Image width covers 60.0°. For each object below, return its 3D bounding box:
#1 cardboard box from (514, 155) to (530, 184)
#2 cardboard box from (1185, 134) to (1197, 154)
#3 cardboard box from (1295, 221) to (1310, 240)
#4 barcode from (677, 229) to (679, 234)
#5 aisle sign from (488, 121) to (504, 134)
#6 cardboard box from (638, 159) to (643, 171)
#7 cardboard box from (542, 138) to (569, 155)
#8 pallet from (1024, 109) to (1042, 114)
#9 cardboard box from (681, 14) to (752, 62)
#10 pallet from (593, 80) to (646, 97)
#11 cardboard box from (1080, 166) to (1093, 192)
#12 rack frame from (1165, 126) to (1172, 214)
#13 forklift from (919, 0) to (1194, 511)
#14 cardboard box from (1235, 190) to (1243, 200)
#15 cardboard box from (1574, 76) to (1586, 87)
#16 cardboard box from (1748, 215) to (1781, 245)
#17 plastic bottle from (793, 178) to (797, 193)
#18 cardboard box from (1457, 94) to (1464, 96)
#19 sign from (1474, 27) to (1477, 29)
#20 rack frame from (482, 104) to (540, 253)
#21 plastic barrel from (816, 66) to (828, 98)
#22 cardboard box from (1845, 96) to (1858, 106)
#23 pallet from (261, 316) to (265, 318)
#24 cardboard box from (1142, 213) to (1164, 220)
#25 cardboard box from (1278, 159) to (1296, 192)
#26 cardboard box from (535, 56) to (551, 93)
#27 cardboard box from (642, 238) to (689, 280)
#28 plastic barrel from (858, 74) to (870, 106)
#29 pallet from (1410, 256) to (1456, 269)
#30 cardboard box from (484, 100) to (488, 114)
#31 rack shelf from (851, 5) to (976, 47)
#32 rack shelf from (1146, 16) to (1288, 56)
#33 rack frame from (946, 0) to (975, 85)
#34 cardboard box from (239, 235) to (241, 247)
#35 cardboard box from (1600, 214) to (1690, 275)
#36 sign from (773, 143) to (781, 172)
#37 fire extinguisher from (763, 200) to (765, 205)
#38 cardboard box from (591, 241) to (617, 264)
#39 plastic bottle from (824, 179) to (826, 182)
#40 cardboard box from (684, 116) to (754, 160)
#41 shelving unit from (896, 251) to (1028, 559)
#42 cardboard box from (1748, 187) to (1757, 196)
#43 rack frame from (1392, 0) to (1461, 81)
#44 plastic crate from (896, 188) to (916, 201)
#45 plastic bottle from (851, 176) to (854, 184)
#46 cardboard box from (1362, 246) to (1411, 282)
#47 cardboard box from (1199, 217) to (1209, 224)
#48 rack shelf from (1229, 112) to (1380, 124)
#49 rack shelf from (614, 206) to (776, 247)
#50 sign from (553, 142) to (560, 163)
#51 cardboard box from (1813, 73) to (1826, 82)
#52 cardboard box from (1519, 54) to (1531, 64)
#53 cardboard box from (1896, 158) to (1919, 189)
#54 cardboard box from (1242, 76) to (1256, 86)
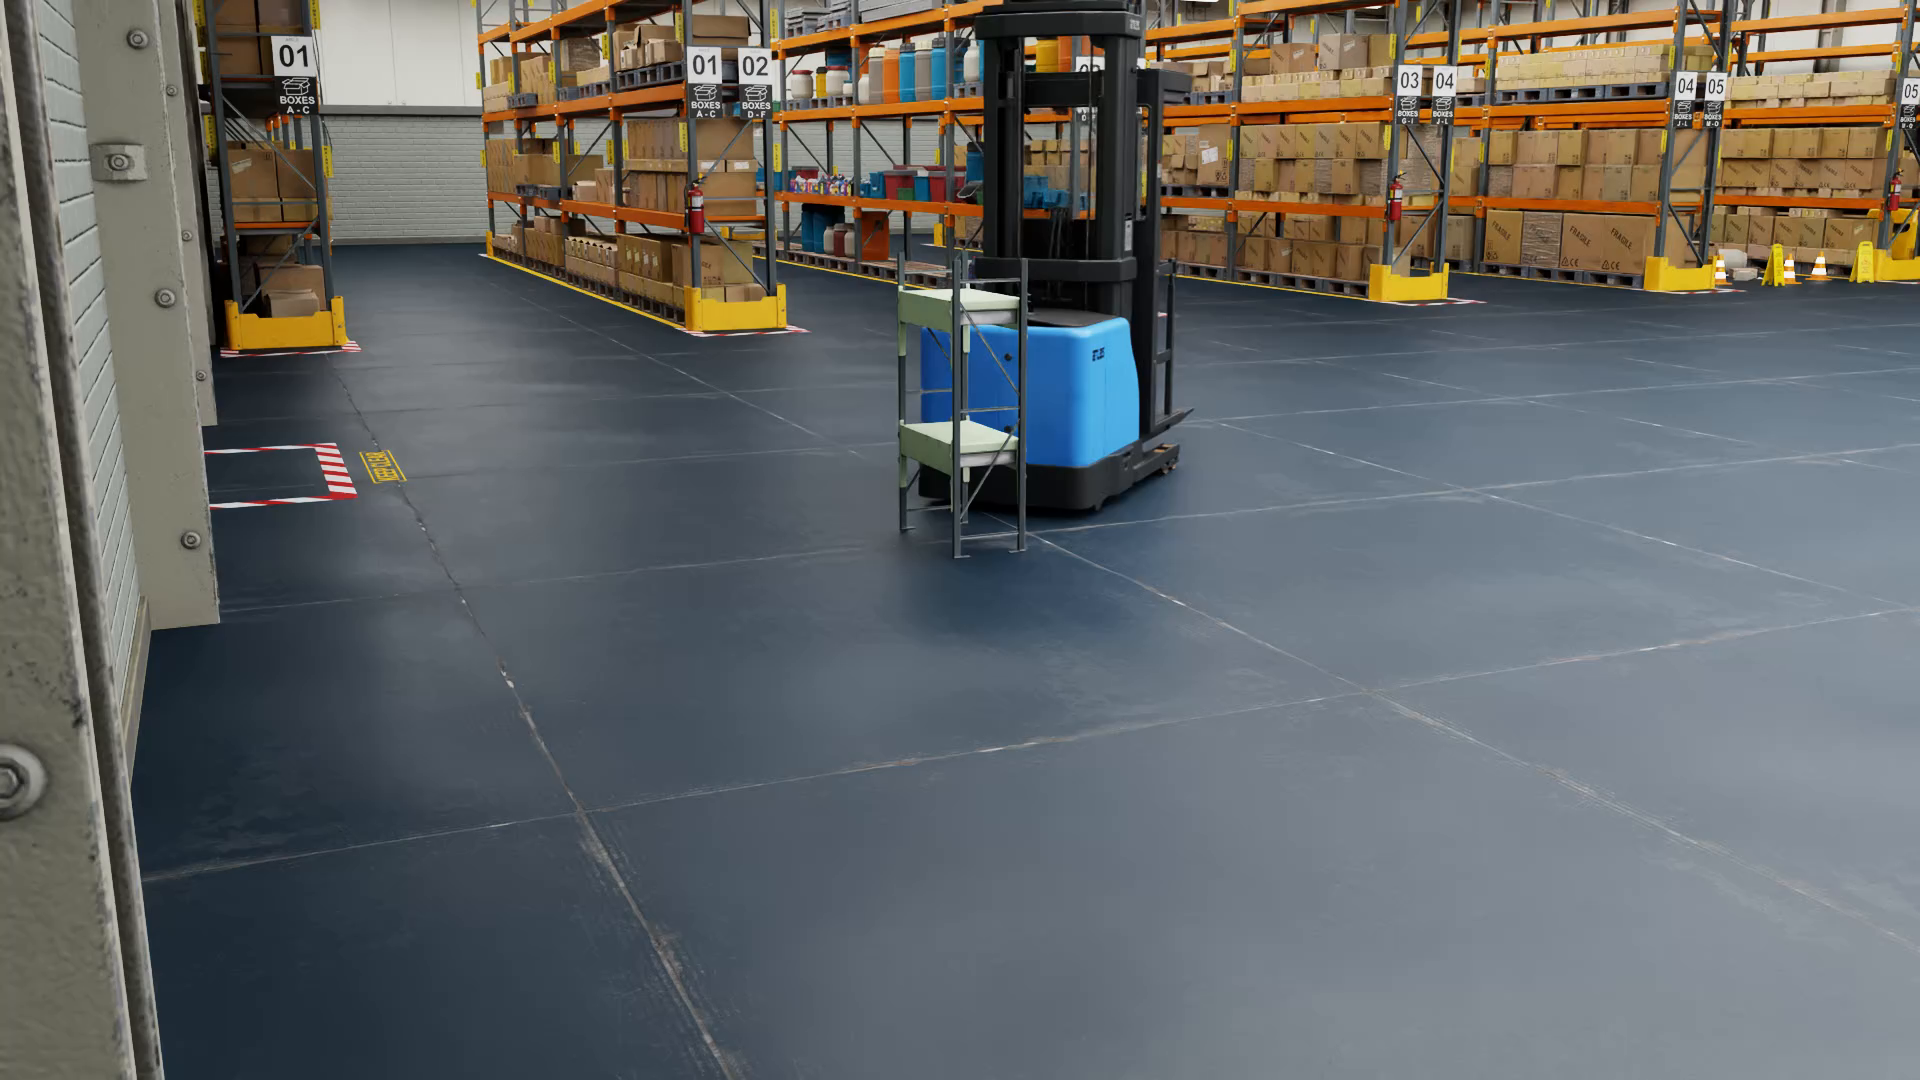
[{"bbox_3d":[-7.487,-6.599,29.577,0.700,0.500,0.500,-12,18,-42],"label":"cardboard box"},{"bbox_3d":[5.351,-8.752,36.932,0.500,0.500,0.500,-5,14,-21],"label":"cardboard box"},{"bbox_3d":[7.086,-6.165,33.468,0.500,0.500,0.500,-5,14,-21],"label":"cardboard box"},{"bbox_3d":[-3.988,-4.366,23.518,0.001,0.075,0.075,-6,14,-23],"label":"barcode"},{"bbox_3d":[-9.371,-8.544,33.369,0.394,0.787,0.004,-6,14,-23],"label":"aisle sign"},{"bbox_3d":[-4.025,-4.944,21.917,0.380,0.149,0.250,-6,14,-23],"label":"cardboard box"},{"bbox_3d":[-7.403,-7.122,30.552,0.500,0.500,0.500,-5,14,-21],"label":"cardboard box"},{"bbox_3d":[1.288,-8.946,34.414,1.003,0.211,1.213,-6,14,-23],"label":"pallet"},{"bbox_3d":[-2.891,-5.888,19.535,0.797,0.503,0.637,-5,14,-19],"label":"cardboard box"},{"bbox_3d":[-4.632,-6.360,23.470,0.805,0.209,1.217,-6,14,-25],"label":"pallet"},{"bbox_3d":[2.590,-6.763,31.217,0.500,0.500,0.500,-6,14,-23],"label":"cardboard box"},{"bbox_3d":[4.589,-8.611,39.424,1.000,3.000,0.127,-6,14,-23],"label":"rack frame"},{"bbox_3d":[0.793,-1.880,10.492,1.130,2.935,3.031,5,14,22],"label":"forklift"},{"bbox_3d":[4.622,-5.511,26.586,0.380,0.149,0.250,-6,14,-23],"label":"cardboard box"},{"bbox_3d":[9.944,-7.251,26.299,0.380,0.149,0.250,-5,14,-22],"label":"cardboard box"},{"bbox_3d":[14.312,-5.467,29.344,0.500,0.500,0.500,-5,14,-20],"label":"cardboard box"},{"bbox_3d":[-3.122,-6.712,31.475,0.061,0.283,0.133,-6,14,-23],"label":"plastic bottle"},{"bbox_3d":[10.774,-9.759,36.579,0.500,0.500,0.500,-6,14,-24],"label":"cardboard box"},{"bbox_3d":[13.134,-12.896,42.384,0.100,0.325,0.005,-6,14,-23],"label":"sign"},{"bbox_3d":[-9.074,-7.290,33.716,1.000,3.000,0.127,-6,14,-23],"label":"rack frame"},{"bbox_3d":[-2.380,-8.498,30.933,0.600,0.588,0.600,0,13,0],"label":"plastic barrel"},{"bbox_3d":[14.889,-7.267,27.523,0.380,0.149,0.250,-5,14,-21],"label":"cardboard box"},{"bbox_3d":[-7.526,-2.365,18.618,1.003,0.211,1.213,-6,14,-23],"label":"pallet"},{"bbox_3d":[3.505,-5.757,29.999,0.500,0.250,0.500,-5,14,-21],"label":"cardboard box"},{"bbox_3d":[5.395,-5.599,25.529,0.875,0.500,0.500,-6,14,-23],"label":"cardboard box"},{"bbox_3d":[-6.801,-7.841,28.069,0.600,0.600,0.600,-6,14,-25],"label":"cardboard box"},{"bbox_3d":[-3.766,-3.607,21.308,0.500,0.500,0.500,-6,14,-23],"label":"cardboard box"},{"bbox_3d":[-1.486,-7.508,27.757,0.421,0.512,0.421,0,13,0],"label":"plastic barrel"},{"bbox_3d":[8.525,-5.179,30.777,1.003,0.211,1.213,-6,14,-23],"label":"pallet"},{"bbox_3d":[-9.101,-8.549,32.837,0.500,0.250,0.500,-6,14,-23],"label":"cardboard box"},{"bbox_3d":[-0.528,-8.048,26.169,1.077,0.370,4.000,-6,14,-23],"label":"rack shelf"},{"bbox_3d":[4.010,-8.496,28.102,1.077,0.370,4.000,-6,14,-23],"label":"rack shelf"},{"bbox_3d":[0.273,-8.180,24.257,1.000,3.000,0.127,-6,14,-23],"label":"rack frame"},{"bbox_3d":[-12.837,-5.486,30.533,0.700,0.500,0.500,-6,14,-25],"label":"cardboard box"},{"bbox_3d":[10.666,-4.609,25.913,0.875,0.875,0.875,-6,14,-23],"label":"cardboard box"},{"bbox_3d":[-2.154,-4.494,19.538,0.100,0.325,0.005,-6,14,-23],"label":"sign"},{"bbox_3d":[-4.178,-7.590,36.009,0.296,0.674,0.183,-6,14,-23],"label":"fire extinguisher"},{"bbox_3d":[-5.104,-4.217,24.362,0.500,0.311,0.500,-6,14,-23],"label":"cardboard box"},{"bbox_3d":[-2.412,-6.380,30.040,0.061,0.283,0.133,-6,14,-23],"label":"plastic bottle"},{"bbox_3d":[-2.861,-4.774,19.745,0.700,0.500,0.500,-6,14,-23],"label":"cardboard box"},{"bbox_3d":[0.003,-0.729,8.695,0.431,1.500,0.755,-6,14,-23],"label":"shelving unit"},{"bbox_3d":[14.209,-6.177,29.466,0.380,0.149,0.250,-6,14,-23],"label":"cardboard box"},{"bbox_3d":[6.413,-7.801,22.620,1.000,3.000,0.127,-6,14,-23],"label":"rack frame"},{"bbox_3d":[-0.683,-5.489,26.402,0.450,0.188,0.662,-6,14,-23],"label":"plastic crate"},{"bbox_3d":[-1.908,-6.457,30.225,0.144,0.351,0.185,-6,14,-23],"label":"plastic bottle"},{"bbox_3d":[6.179,-3.996,24.095,0.500,0.500,0.500,-3,13,-13],"label":"cardboard box"},{"bbox_3d":[5.533,-7.101,36.971,0.380,0.149,0.250,-5,14,-21],"label":"cardboard box"},{"bbox_3d":[6.993,-8.483,33.811,1.077,0.370,4.000,-6,14,-23],"label":"rack shelf"},{"bbox_3d":[-3.466,-4.047,21.300,1.077,0.370,4.000,-6,14,-23],"label":"rack shelf"},{"bbox_3d":[-6.363,-6.112,26.233,0.100,0.325,0.005,-6,14,-23],"label":"sign"},{"bbox_3d":[14.674,-7.817,28.128,0.380,0.149,0.250,-6,14,-25],"label":"cardboard box"},{"bbox_3d":[9.435,-7.902,27.343,0.380,0.149,0.250,-6,14,-23],"label":"cardboard box"},{"bbox_3d":[15.558,-6.090,27.650,0.500,0.500,0.500,-6,14,-24],"label":"cardboard box"},{"bbox_3d":[4.659,-7.192,26.090,0.380,0.149,0.250,-6,14,-25],"label":"cardboard box"}]
